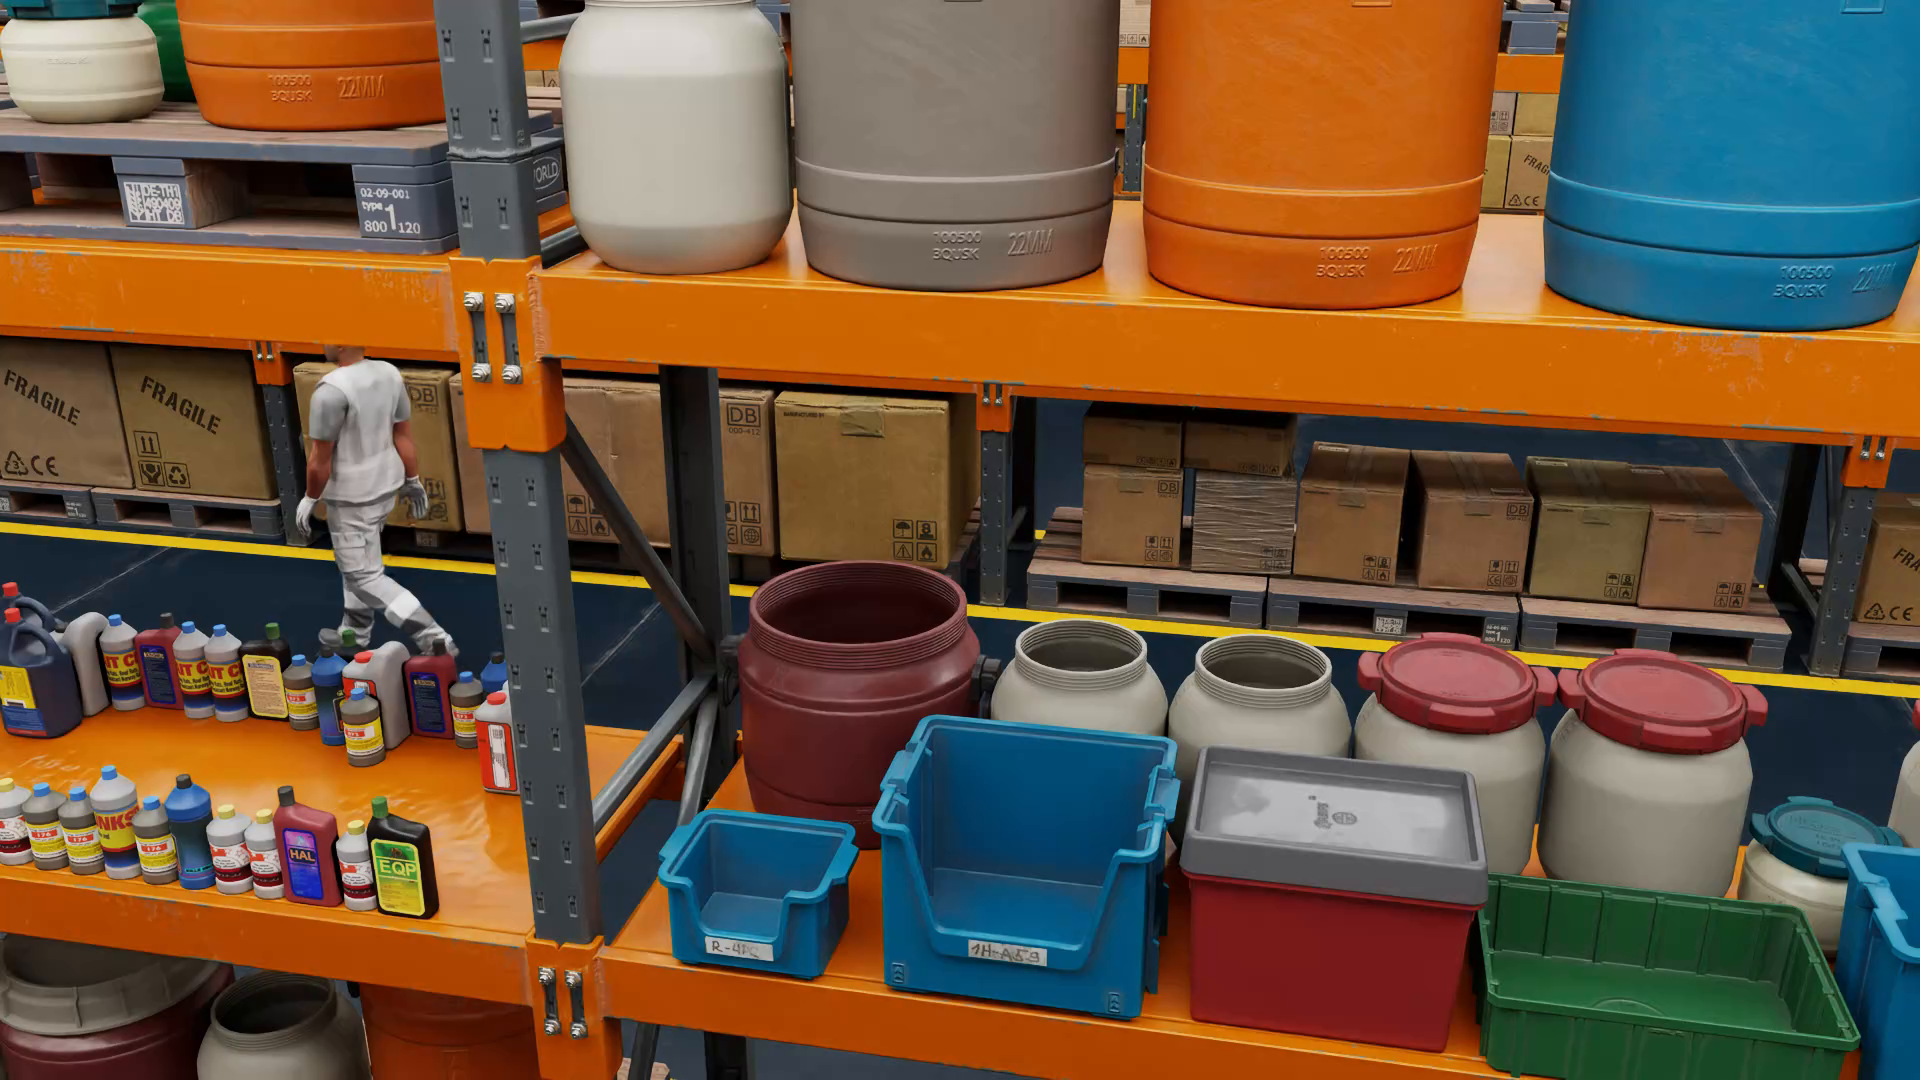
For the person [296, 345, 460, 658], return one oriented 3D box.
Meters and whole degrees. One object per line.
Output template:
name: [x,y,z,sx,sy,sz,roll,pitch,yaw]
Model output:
person: [-2.715,-0.214,7.595,0.946,1.764,0.560,7,23,18]
